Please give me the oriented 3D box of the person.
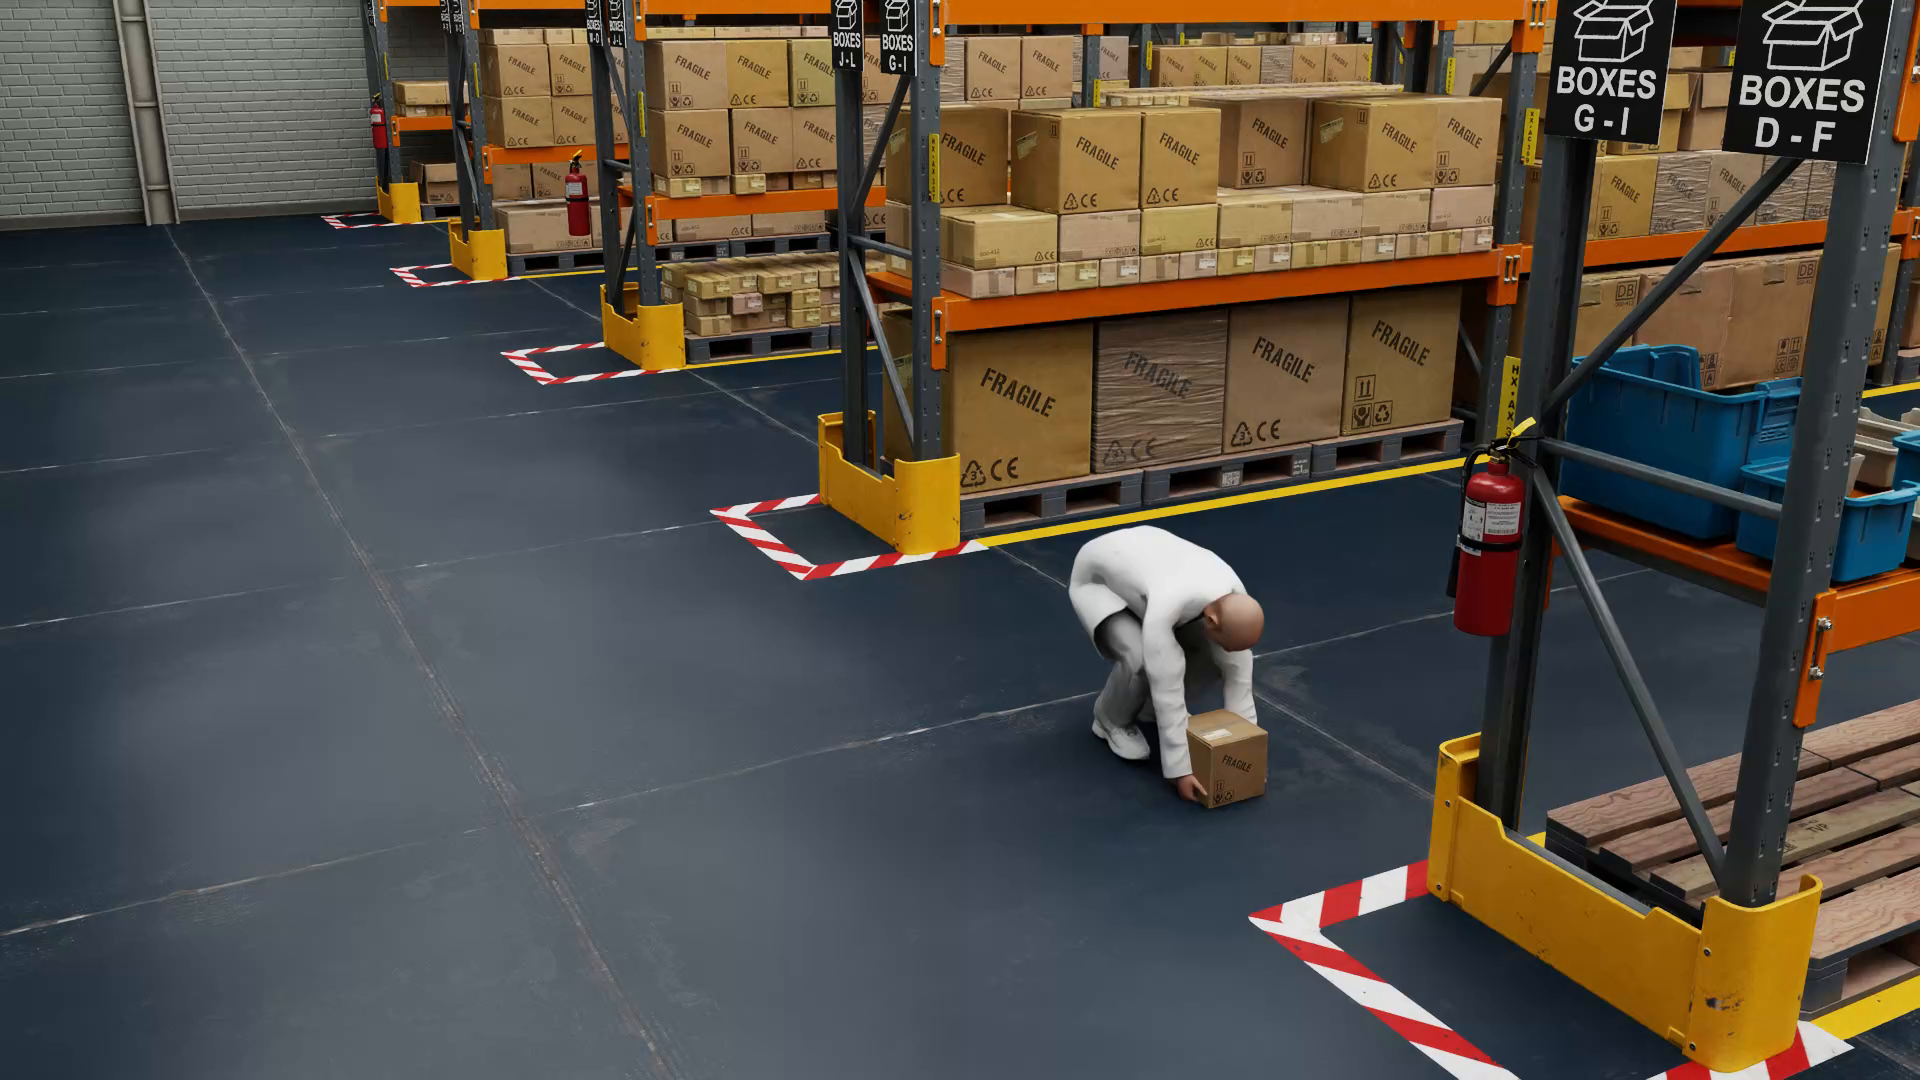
[{"bbox_3d":[0.789,0.425,6.307,0.585,0.868,0.954,-10,21,-28],"label":"person"}]
